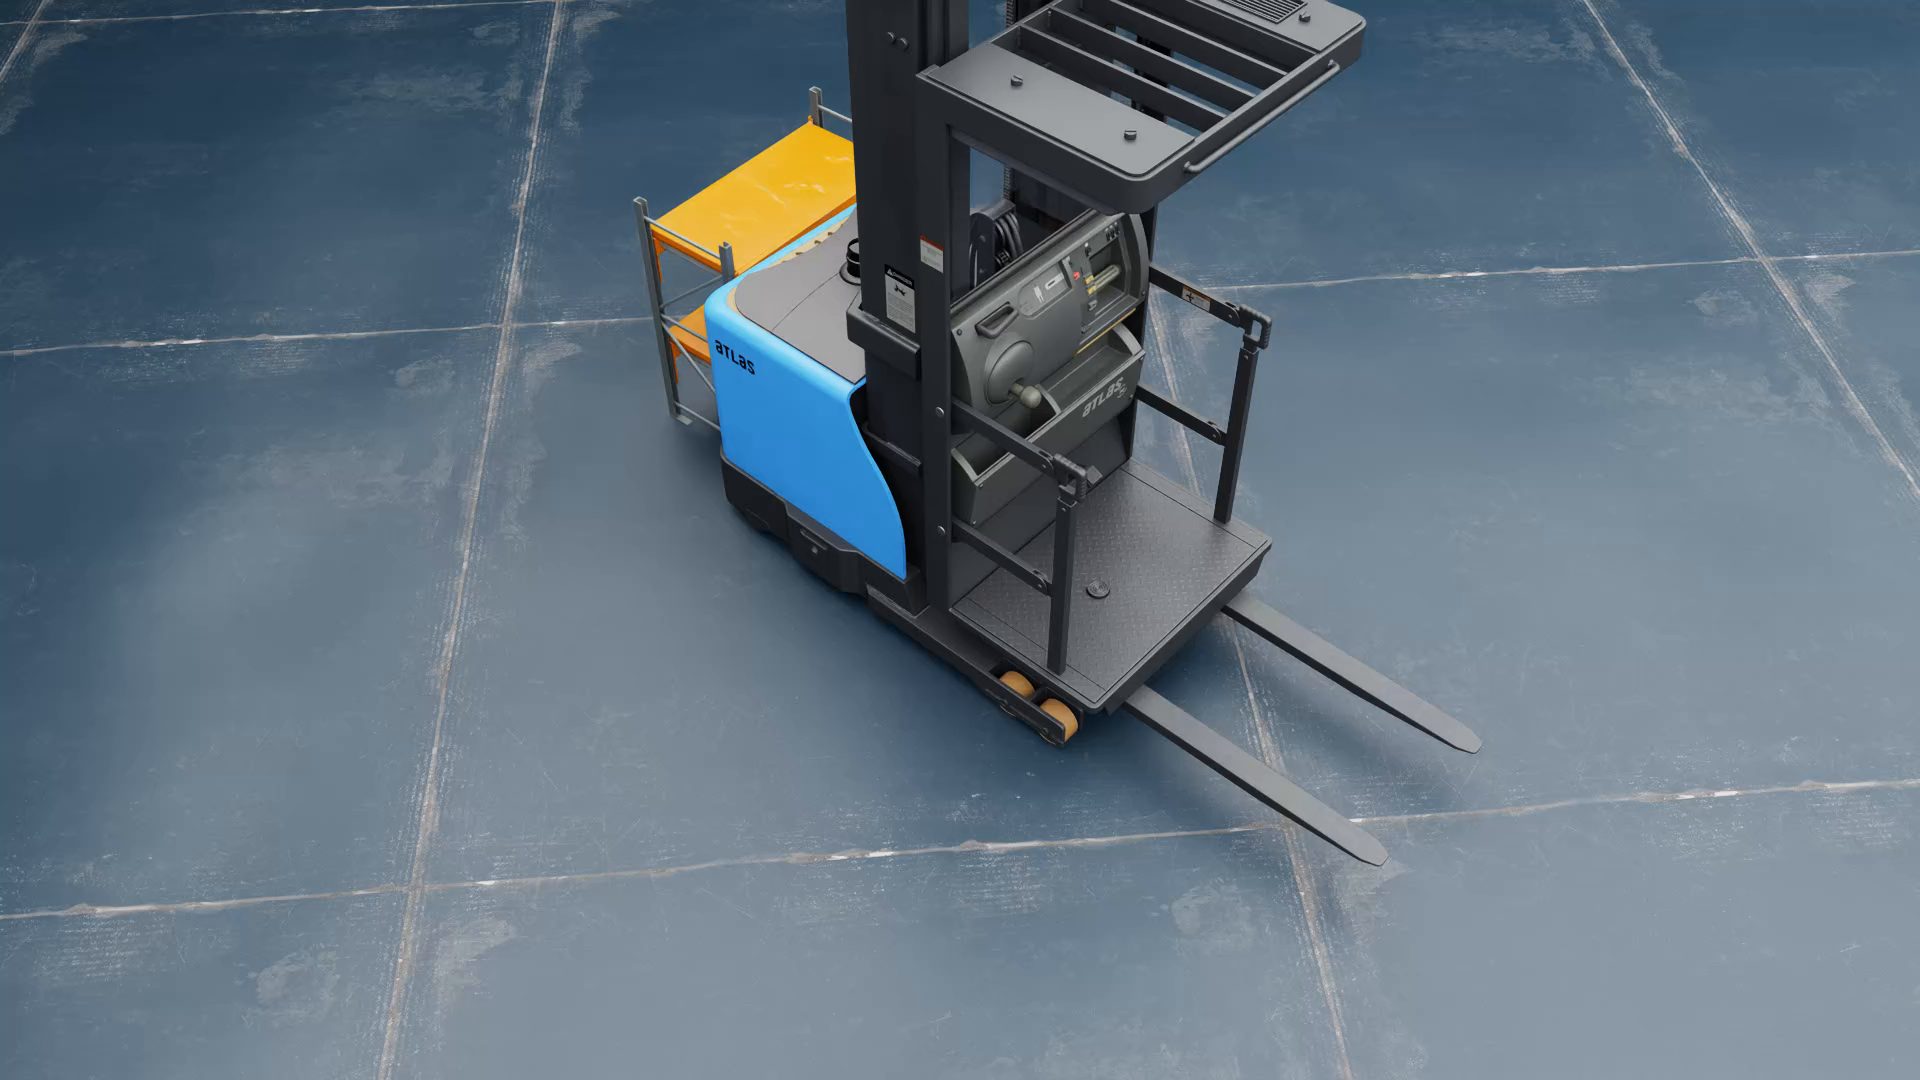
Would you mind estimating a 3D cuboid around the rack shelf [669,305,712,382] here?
[{"bbox_3d":[-0.747,-0.948,7.210,0.538,0.278,1.000,30,53,25],"label":"rack shelf"}]

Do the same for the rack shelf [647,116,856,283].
[{"bbox_3d":[-0.747,-1.318,6.820,0.538,0.278,1.000,30,53,25],"label":"rack shelf"}]

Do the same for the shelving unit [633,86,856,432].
[{"bbox_3d":[-0.747,-1.117,7.033,0.538,1.125,1.048,30,53,25],"label":"shelving unit"}]

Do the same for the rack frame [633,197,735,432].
[{"bbox_3d":[-1.063,-0.828,6.759,0.500,1.125,0.032,30,53,25],"label":"rack frame"}]

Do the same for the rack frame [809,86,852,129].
[{"bbox_3d":[-0.431,-1.406,7.306,0.500,1.125,0.032,30,53,25],"label":"rack frame"}]

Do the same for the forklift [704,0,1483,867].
[{"bbox_3d":[0.469,-0.702,5.396,3.031,2.935,1.130,33,55,27],"label":"forklift"}]
